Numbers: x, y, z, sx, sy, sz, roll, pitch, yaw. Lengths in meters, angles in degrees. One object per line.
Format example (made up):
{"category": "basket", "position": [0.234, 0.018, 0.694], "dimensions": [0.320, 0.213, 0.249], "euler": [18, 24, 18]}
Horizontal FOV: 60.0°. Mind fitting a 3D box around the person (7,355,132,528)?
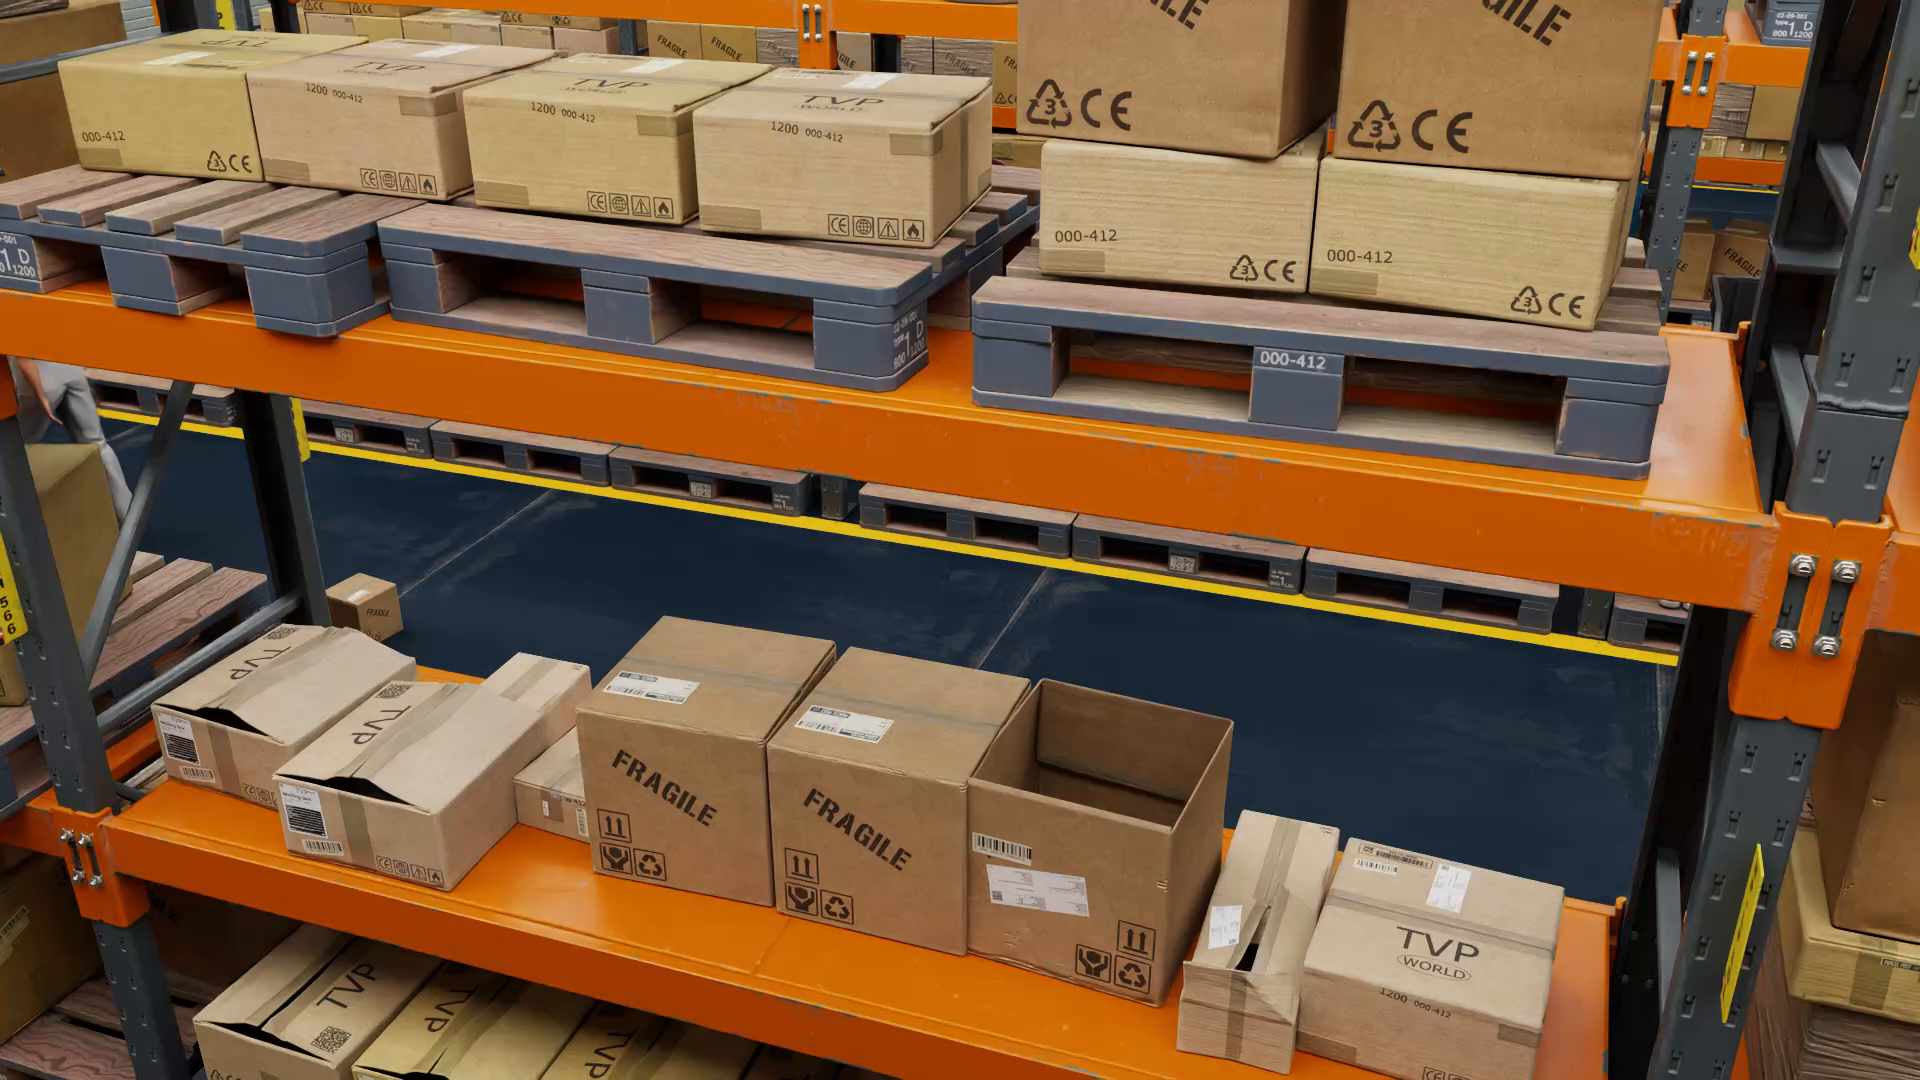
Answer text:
{"category": "person", "position": [-4.909, -0.836, 8.817], "dimensions": [1.008, 1.607, 0.442], "euler": [10, 28, 20]}
